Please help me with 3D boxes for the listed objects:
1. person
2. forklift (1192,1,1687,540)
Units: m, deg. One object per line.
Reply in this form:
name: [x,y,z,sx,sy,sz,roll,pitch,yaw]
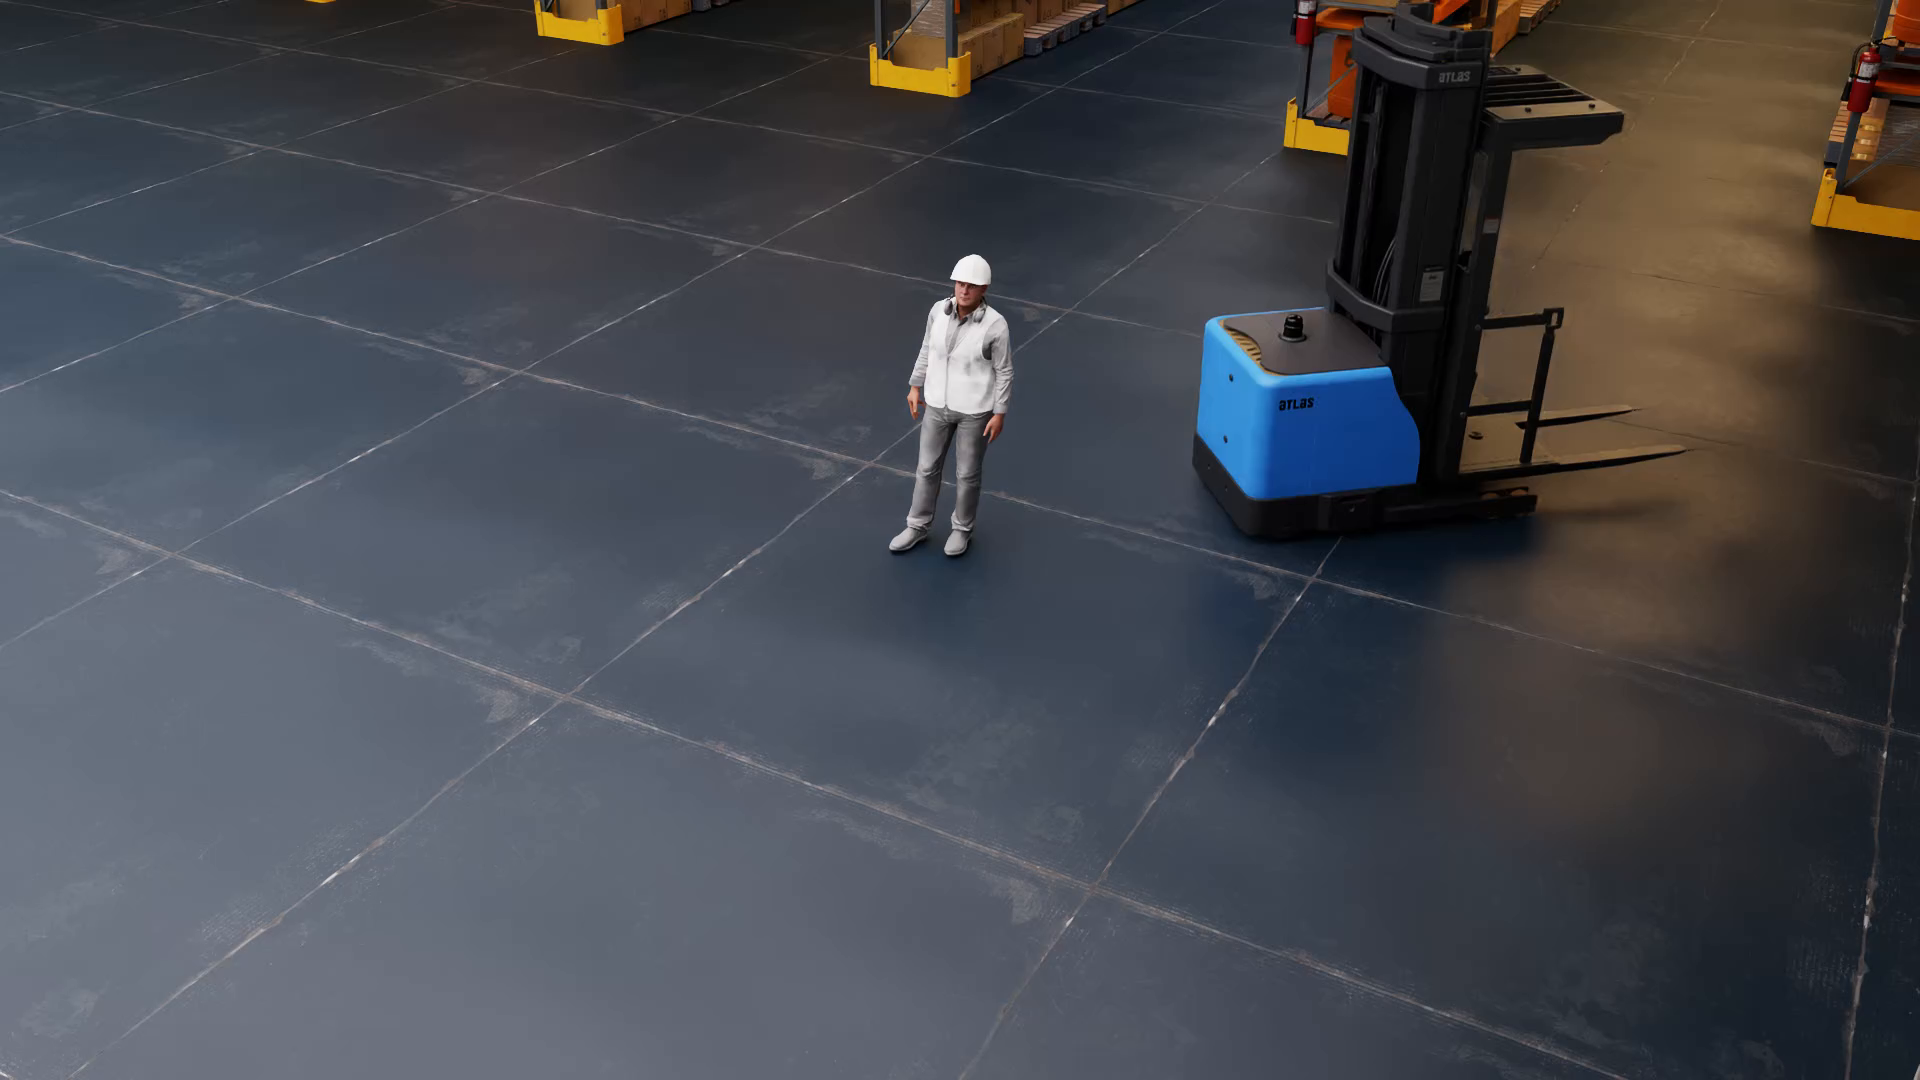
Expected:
person: [-0.037,-0.749,9.511,0.634,1.775,0.566,15,33,25]
forklift: [3.065,-1.642,9.916,3.031,2.935,1.130,-6,31,-11]
